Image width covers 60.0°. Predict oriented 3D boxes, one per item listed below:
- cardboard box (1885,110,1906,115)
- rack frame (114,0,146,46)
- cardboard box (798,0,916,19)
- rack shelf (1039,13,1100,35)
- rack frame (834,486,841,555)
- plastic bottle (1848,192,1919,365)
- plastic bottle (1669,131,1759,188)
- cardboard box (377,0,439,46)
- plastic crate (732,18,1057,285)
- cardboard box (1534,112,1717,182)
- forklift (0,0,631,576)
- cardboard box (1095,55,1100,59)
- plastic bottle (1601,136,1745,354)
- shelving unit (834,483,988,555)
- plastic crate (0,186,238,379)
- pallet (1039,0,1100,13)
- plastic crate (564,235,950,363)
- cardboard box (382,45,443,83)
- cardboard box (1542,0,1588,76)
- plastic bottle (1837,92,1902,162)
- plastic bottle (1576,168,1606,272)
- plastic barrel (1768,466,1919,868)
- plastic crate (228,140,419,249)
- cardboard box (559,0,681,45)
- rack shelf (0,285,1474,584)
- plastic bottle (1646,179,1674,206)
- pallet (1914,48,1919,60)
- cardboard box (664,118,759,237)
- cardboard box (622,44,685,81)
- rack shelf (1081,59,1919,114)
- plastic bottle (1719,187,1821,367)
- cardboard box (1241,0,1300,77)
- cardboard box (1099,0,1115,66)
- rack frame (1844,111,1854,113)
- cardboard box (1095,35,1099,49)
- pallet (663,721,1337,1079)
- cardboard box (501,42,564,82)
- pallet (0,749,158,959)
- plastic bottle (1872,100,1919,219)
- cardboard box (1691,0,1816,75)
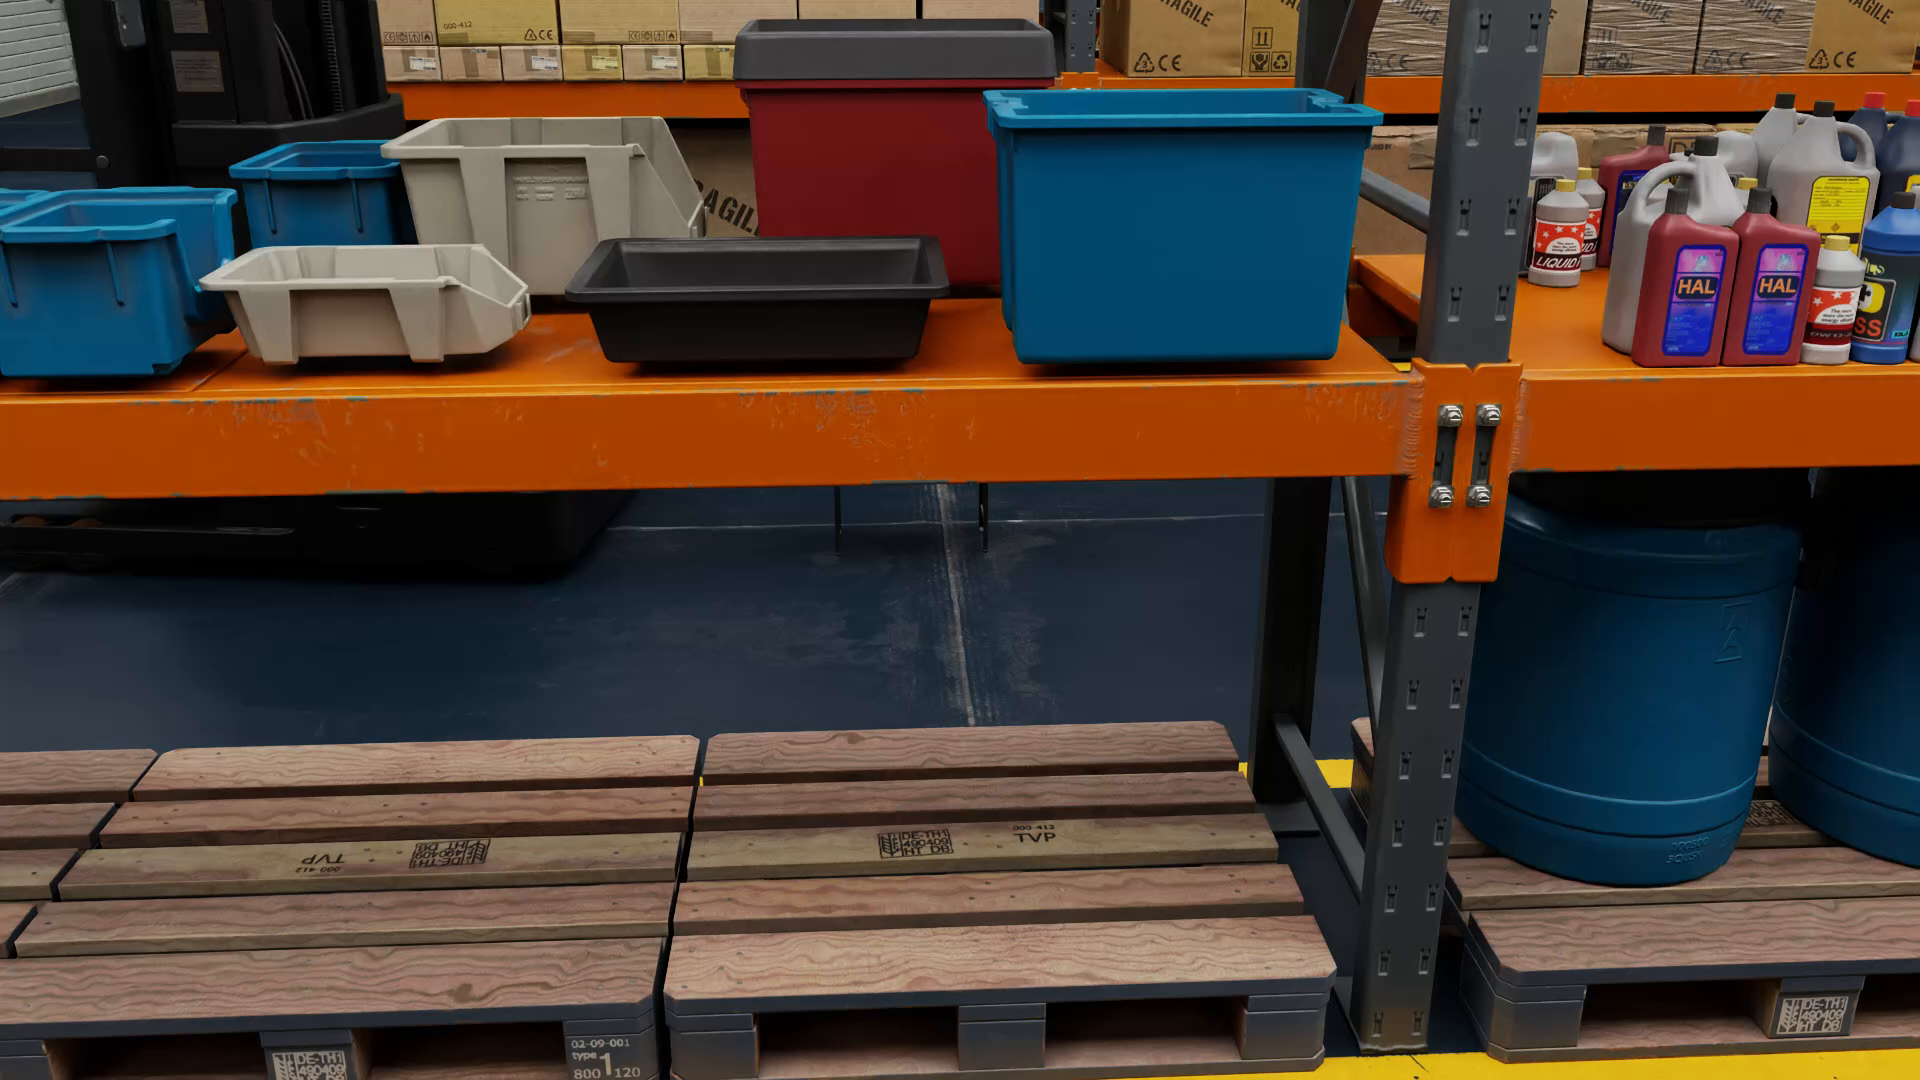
[{"bbox_3d":[6.725,-3.388,12.876,0.750,0.750,1.050,-1,21,-3],"label":"cardboard box"},{"bbox_3d":[-3.496,-2.298,7.442,0.127,3.000,1.000,-1,21,-3],"label":"rack frame"},{"bbox_3d":[-0.445,-2.335,7.331,0.500,0.250,0.500,-1,21,-1],"label":"cardboard box"},{"bbox_3d":[2.312,-3.848,12.523,4.000,0.370,1.077,-1,21,-3],"label":"rack shelf"},{"bbox_3d":[-0.409,-0.552,5.386,0.015,1.200,0.240,-1,21,-3],"label":"rack frame"},{"bbox_3d":[1.515,-0.429,2.714,0.097,0.271,0.097,0,21,0],"label":"plastic bottle"},{"bbox_3d":[1.520,-0.692,3.398,0.135,0.276,0.152,-1,21,-3],"label":"plastic bottle"},{"bbox_3d":[-2.483,-2.294,7.223,0.500,0.250,0.500,-1,21,-4],"label":"cardboard box"},{"bbox_3d":[-0.125,-0.749,3.198,0.583,0.464,0.402,-1,21,-3],"label":"plastic crate"},{"bbox_3d":[2.911,-1.642,8.114,0.875,0.875,1.225,-1,21,-3],"label":"cardboard box"},{"bbox_3d":[-2.688,-1.455,5.323,3.031,2.935,1.130,2,21,5],"label":"forklift"},{"bbox_3d":[1.068,-3.443,12.318,0.500,0.250,0.500,-2,21,-5],"label":"cardboard box"},{"bbox_3d":[1.191,-0.490,2.761,0.185,0.351,0.144,-1,21,-3],"label":"plastic bottle"},{"bbox_3d":[-0.165,-0.557,5.399,0.503,1.200,0.258,-1,21,-3],"label":"shelving unit"},{"bbox_3d":[-1.334,-0.410,2.632,0.300,0.233,0.416,-1,21,-3],"label":"plastic crate"},{"bbox_3d":[1.087,-4.018,12.228,1.213,0.211,1.003,-1,21,-3],"label":"pallet"},{"bbox_3d":[-0.322,-0.401,2.762,0.590,0.125,0.437,-1,21,-3],"label":"plastic crate"},{"bbox_3d":[-2.351,-2.088,7.242,0.250,0.149,0.380,-1,21,-4],"label":"cardboard box"},{"bbox_3d":[2.488,-2.380,7.515,0.500,0.500,0.500,-1,21,-2],"label":"cardboard box"},{"bbox_3d":[1.864,-0.736,3.407,0.185,0.351,0.144,-1,21,-3],"label":"plastic bottle"},{"bbox_3d":[1.270,-0.662,3.424,0.097,0.201,0.097,0,21,0],"label":"plastic bottle"},{"bbox_3d":[2.032,0.145,3.384,0.708,0.901,0.600,-1,21,-3],"label":"plastic barrel"},{"bbox_3d":[-1.177,-0.621,3.189,0.300,0.233,0.416,-1,21,-3],"label":"plastic crate"},{"bbox_3d":[-1.460,-2.315,7.279,0.500,0.250,0.500,-2,21,-4],"label":"cardboard box"},{"bbox_3d":[-1.216,-0.243,3.055,4.000,0.370,1.077,-1,21,-3],"label":"rack shelf"},{"bbox_3d":[1.406,-0.643,3.374,0.097,0.201,0.097,0,21,0],"label":"plastic bottle"},{"bbox_3d":[5.197,-2.423,8.040,1.003,0.211,1.213,-1,21,-3],"label":"pallet"},{"bbox_3d":[-1.064,-1.580,7.950,0.875,0.875,0.875,-1,21,-3],"label":"cardboard box"},{"bbox_3d":[-1.325,-2.109,7.297,0.250,0.149,0.380,-1,21,-2],"label":"cardboard box"},{"bbox_3d":[2.494,-2.084,7.890,4.000,0.370,1.077,-1,21,-3],"label":"rack shelf"},{"bbox_3d":[1.304,-0.424,2.683,0.133,0.283,0.061,-1,21,-3],"label":"plastic bottle"},{"bbox_3d":[1.473,-2.357,7.457,0.500,0.500,0.500,-1,21,-3],"label":"cardboard box"},{"bbox_3d":[0.949,-2.533,7.917,0.500,0.500,0.500,-1,21,-3],"label":"cardboard box"},{"bbox_3d":[4.491,-2.461,7.869,0.127,3.000,1.000,-1,21,-3],"label":"rack frame"},{"bbox_3d":[1.448,-5.165,17.368,0.875,0.875,0.875,-1,21,-1],"label":"cardboard box"},{"bbox_3d":[0.049,0.712,3.455,1.213,0.211,1.003,-1,21,-3],"label":"pallet"},{"bbox_3d":[-1.839,-2.098,7.269,0.250,0.149,0.380,-1,21,-4],"label":"cardboard box"},{"bbox_3d":[-2.387,0.761,3.325,1.213,0.211,1.003,-1,21,-3],"label":"pallet"},{"bbox_3d":[1.872,-0.685,3.273,0.185,0.351,0.144,-1,21,-3],"label":"plastic bottle"},{"bbox_3d":[3.515,-2.401,7.572,0.500,0.500,0.500,-1,21,-4],"label":"cardboard box"}]
